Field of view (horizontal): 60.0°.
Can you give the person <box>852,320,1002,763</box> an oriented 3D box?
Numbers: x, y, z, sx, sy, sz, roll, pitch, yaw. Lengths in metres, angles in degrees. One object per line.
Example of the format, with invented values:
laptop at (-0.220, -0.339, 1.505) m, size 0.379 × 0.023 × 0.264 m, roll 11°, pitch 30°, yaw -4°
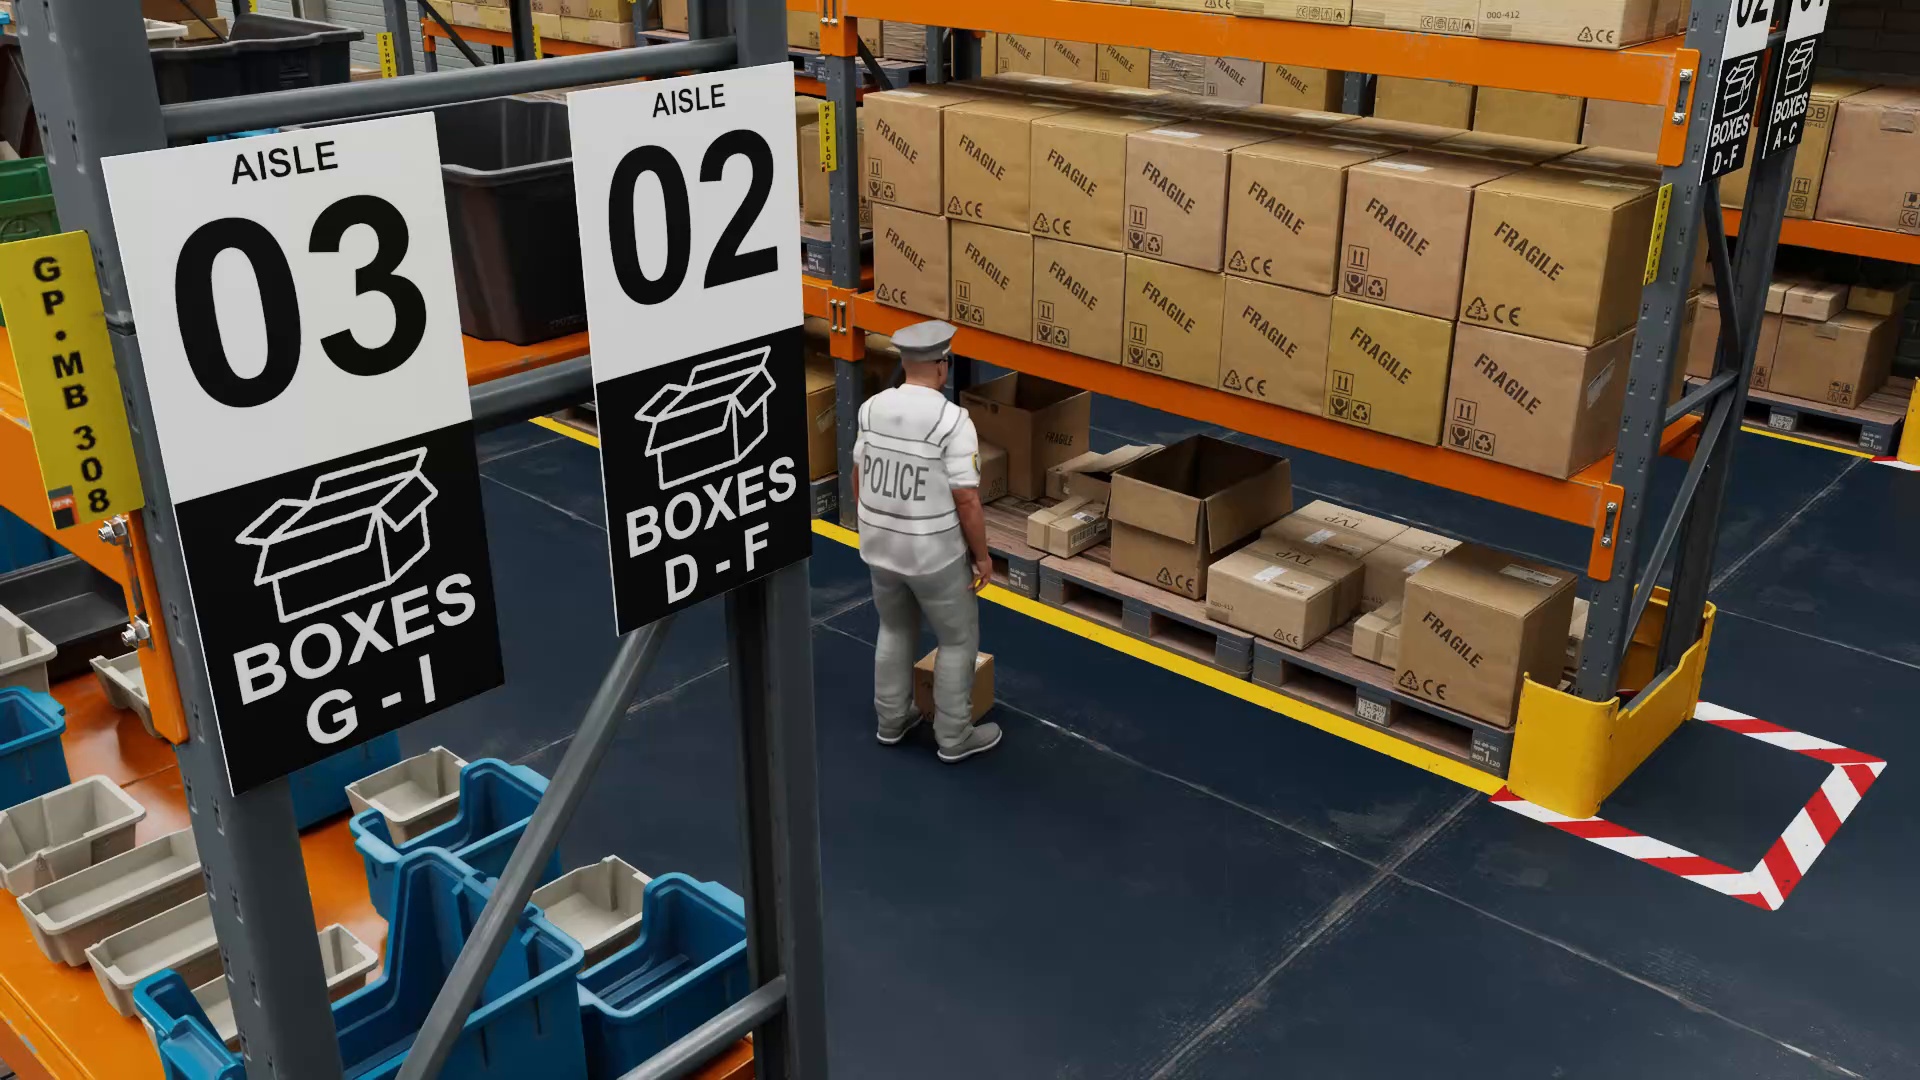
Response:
person at (-0.158, 0.030, 6.522) m, size 0.585 × 1.749 × 0.434 m, roll 14°, pitch 28°, yaw 29°
